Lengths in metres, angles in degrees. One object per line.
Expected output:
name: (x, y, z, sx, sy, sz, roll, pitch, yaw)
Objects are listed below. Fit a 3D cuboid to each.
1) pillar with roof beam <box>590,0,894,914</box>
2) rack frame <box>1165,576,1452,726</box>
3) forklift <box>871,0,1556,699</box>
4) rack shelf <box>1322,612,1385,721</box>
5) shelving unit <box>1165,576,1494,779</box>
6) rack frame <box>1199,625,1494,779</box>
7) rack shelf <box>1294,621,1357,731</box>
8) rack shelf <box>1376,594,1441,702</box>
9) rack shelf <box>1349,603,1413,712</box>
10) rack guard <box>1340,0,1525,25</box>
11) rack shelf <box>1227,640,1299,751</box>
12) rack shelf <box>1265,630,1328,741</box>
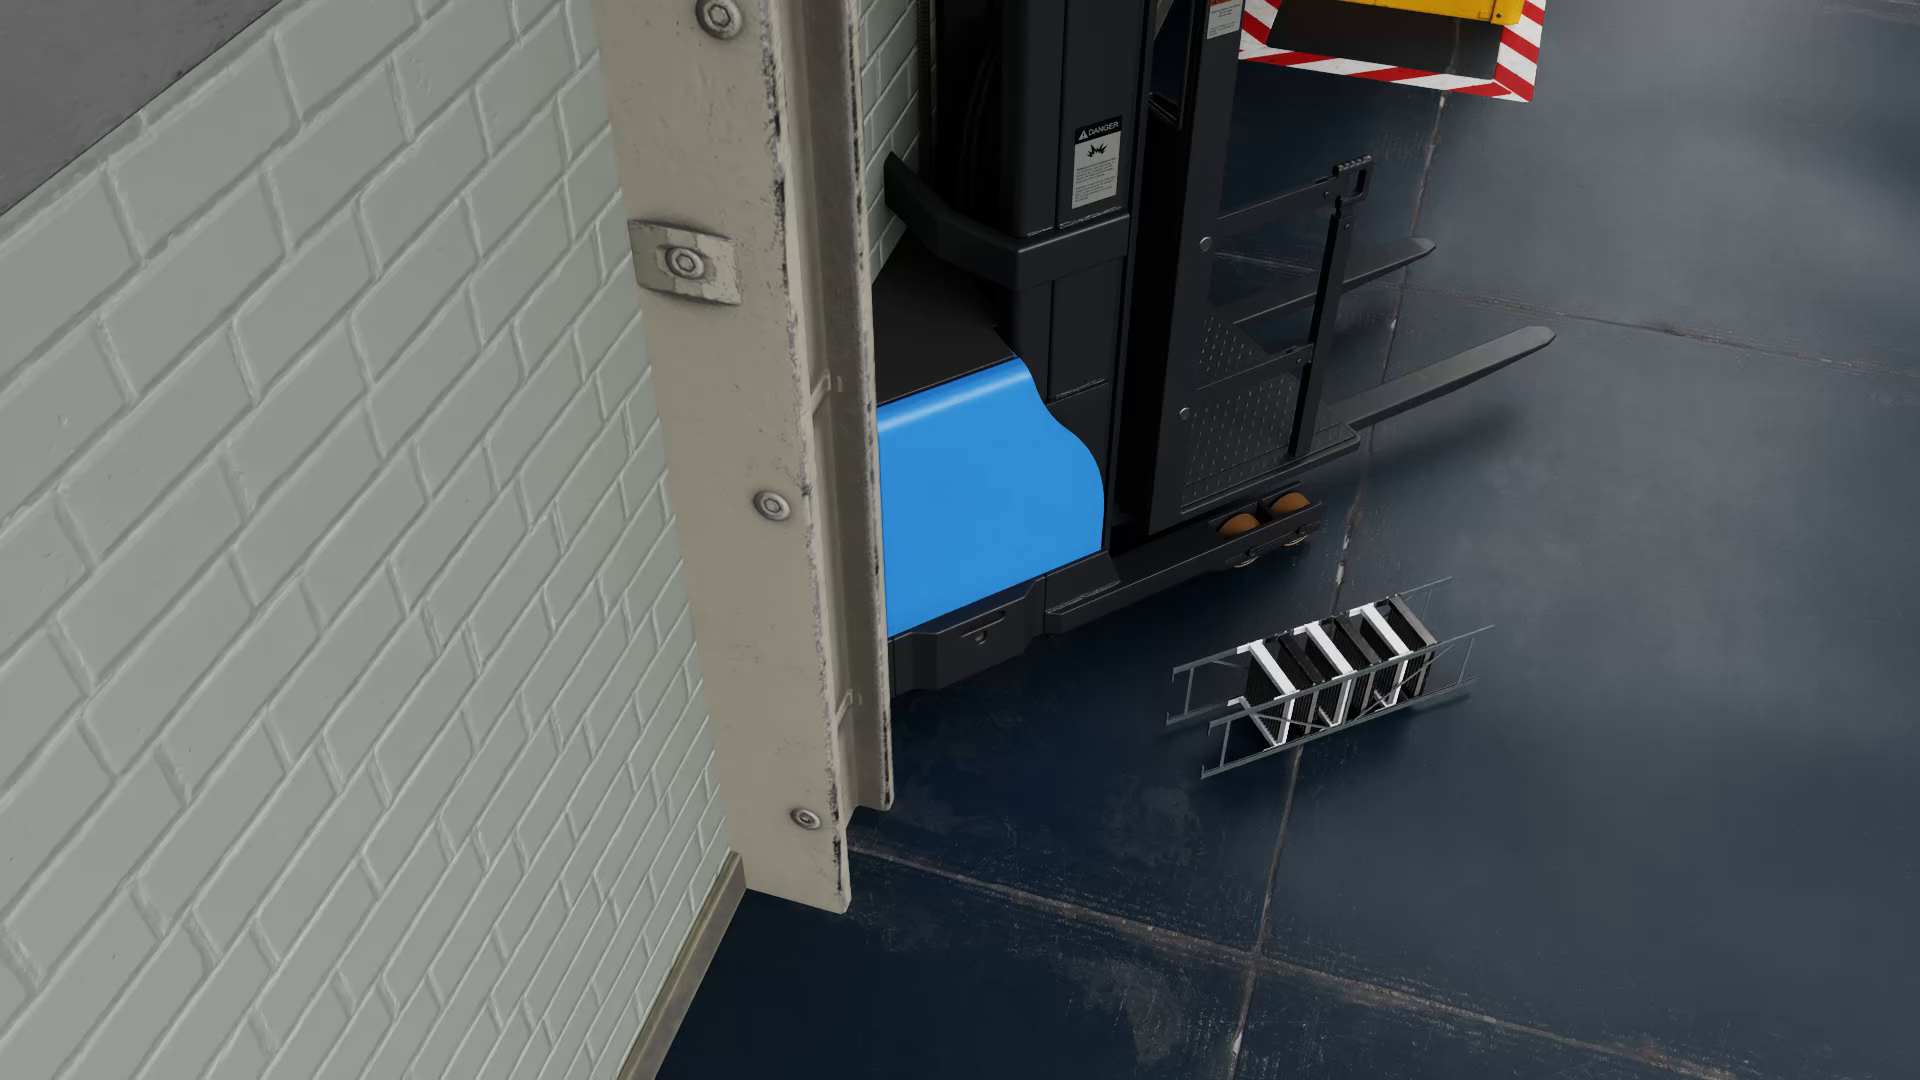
pillar with roof beam: (3.719, -1.508, 0.357, 9.100, 9.000, 0.400, 13, 46, 13)
rack frame: (0.992, 0.313, 4.719, 0.900, 0.240, 0.006, -16, 47, -16)
forklift: (0.546, -1.264, 4.447, 3.031, 2.935, 1.130, -22, 48, -21)
rack shelf: (1.083, 0.364, 4.668, 0.077, 0.258, 0.200, -16, 47, -16)
shelving unit: (1.031, 0.379, 4.652, 0.900, 0.258, 0.210, -16, 47, -16)
rack frame: (1.071, 0.445, 4.585, 0.900, 0.240, 0.006, -16, 47, -16)
rack shelf: (1.001, 0.388, 4.643, 0.077, 0.258, 0.200, -16, 47, -16)
rack shelf: (1.249, 0.315, 4.718, 0.077, 0.258, 0.200, -16, 47, -16)
rack shelf: (1.166, 0.339, 4.693, 0.077, 0.258, 0.200, -16, 47, -16)
rack guard: (2.069, -2.783, 7.736, 1.175, 0.500, 0.348, 13, 46, 13)
rack shelf: (0.835, 0.437, 4.593, 0.077, 0.258, 0.200, -16, 47, -16)
rack shelf: (0.918, 0.412, 4.618, 0.077, 0.258, 0.200, -16, 47, -16)
